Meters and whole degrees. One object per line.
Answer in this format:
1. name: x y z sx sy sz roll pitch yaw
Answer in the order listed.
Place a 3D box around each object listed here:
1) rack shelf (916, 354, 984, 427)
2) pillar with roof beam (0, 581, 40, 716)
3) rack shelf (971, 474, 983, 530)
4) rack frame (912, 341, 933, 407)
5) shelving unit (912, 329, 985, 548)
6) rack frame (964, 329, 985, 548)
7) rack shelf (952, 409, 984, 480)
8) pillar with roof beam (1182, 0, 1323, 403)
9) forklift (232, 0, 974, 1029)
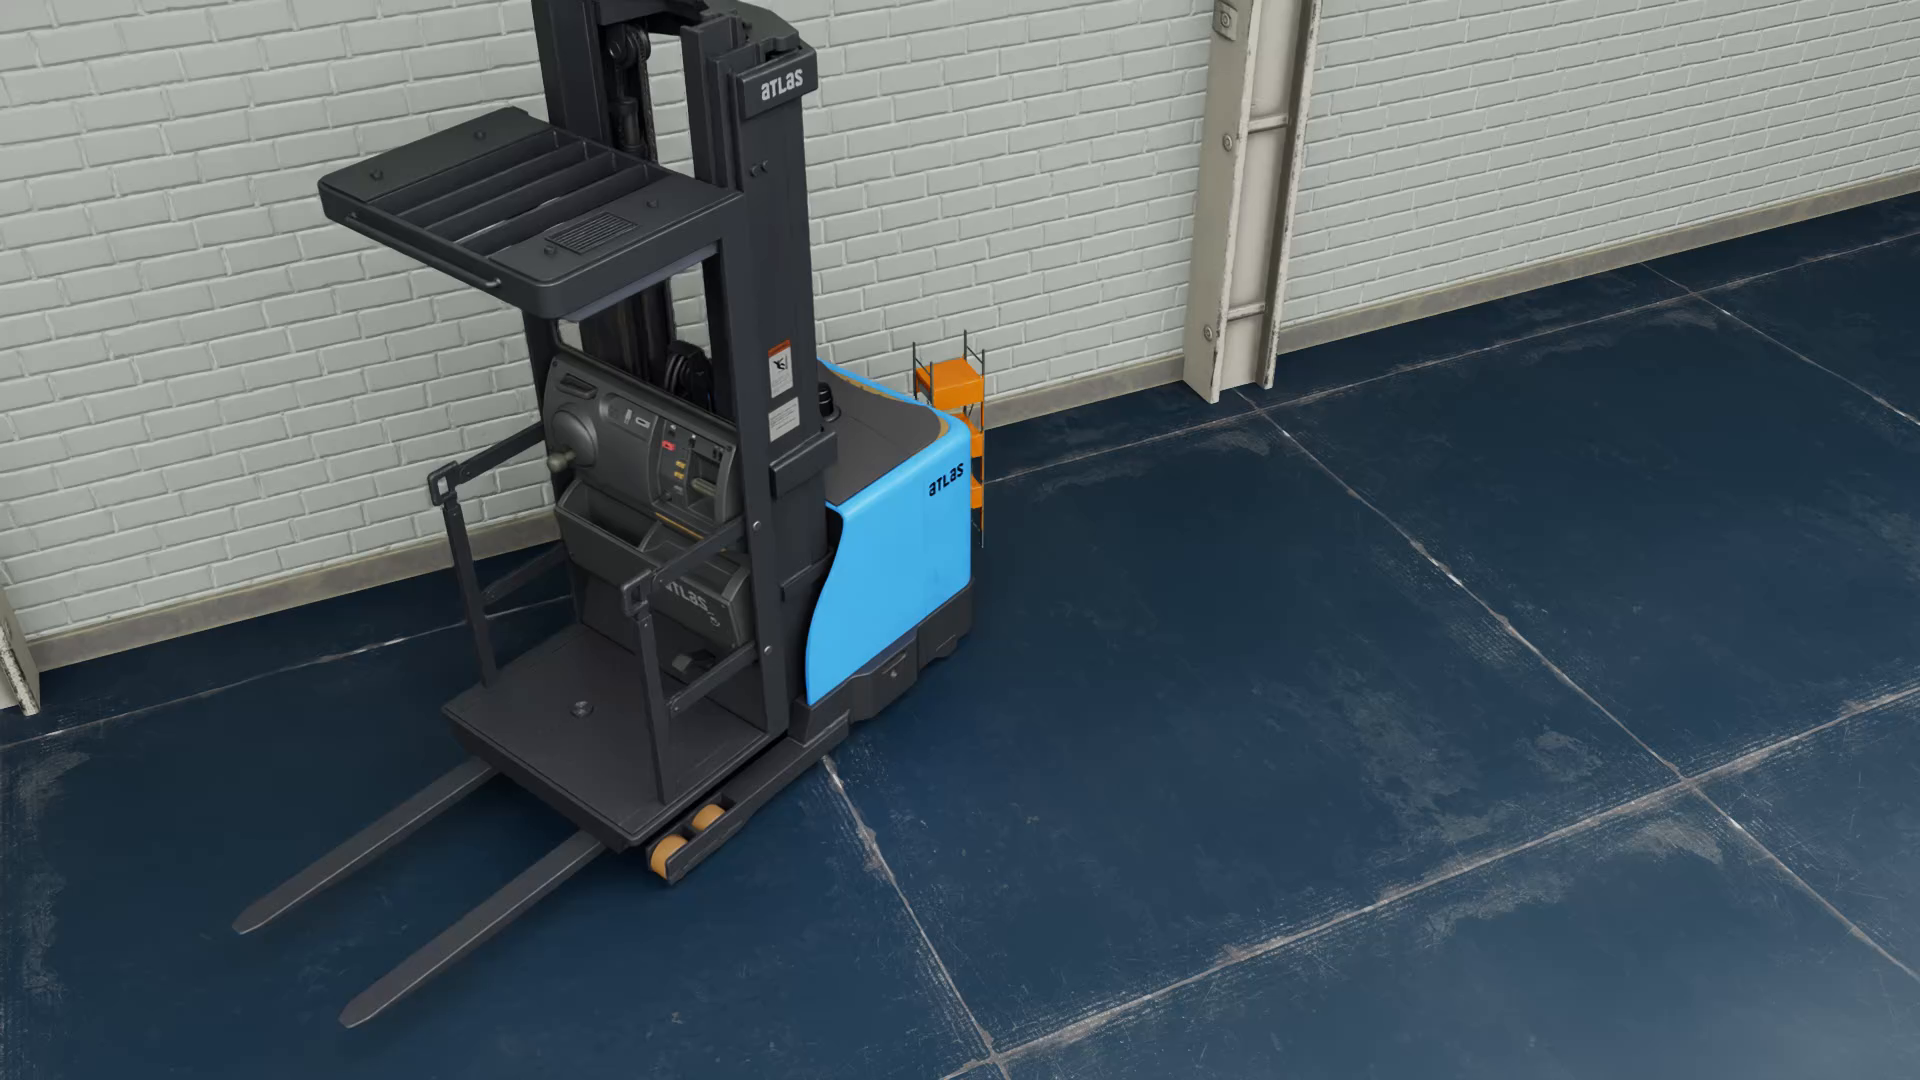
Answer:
1. rack shelf: -0.048 -0.628 7.256 0.240 0.259 0.215 -16 39 -20
2. pillar with roof beam: -2.179 -0.621 1.033 0.400 9.000 9.100 -16 39 -20
3. rack shelf: -0.048 -0.176 7.591 0.240 0.259 0.215 -16 39 -20
4. rack frame: -0.159 -0.377 7.377 0.008 1.050 0.200 -16 39 -20
5. shelving unit: -0.048 -0.408 7.419 0.252 1.050 0.215 -16 39 -20
6. rack frame: 0.062 -0.439 7.461 0.008 1.050 0.200 -16 39 -20
7. rack shelf: -0.048 -0.400 7.425 0.240 0.259 0.215 -16 39 -20
8. pillar with roof beam: 3.253 -2.140 3.081 0.400 9.000 9.100 -16 39 -20
9. forklift: -1.255 -0.272 5.656 1.130 2.935 3.031 26 44 30
